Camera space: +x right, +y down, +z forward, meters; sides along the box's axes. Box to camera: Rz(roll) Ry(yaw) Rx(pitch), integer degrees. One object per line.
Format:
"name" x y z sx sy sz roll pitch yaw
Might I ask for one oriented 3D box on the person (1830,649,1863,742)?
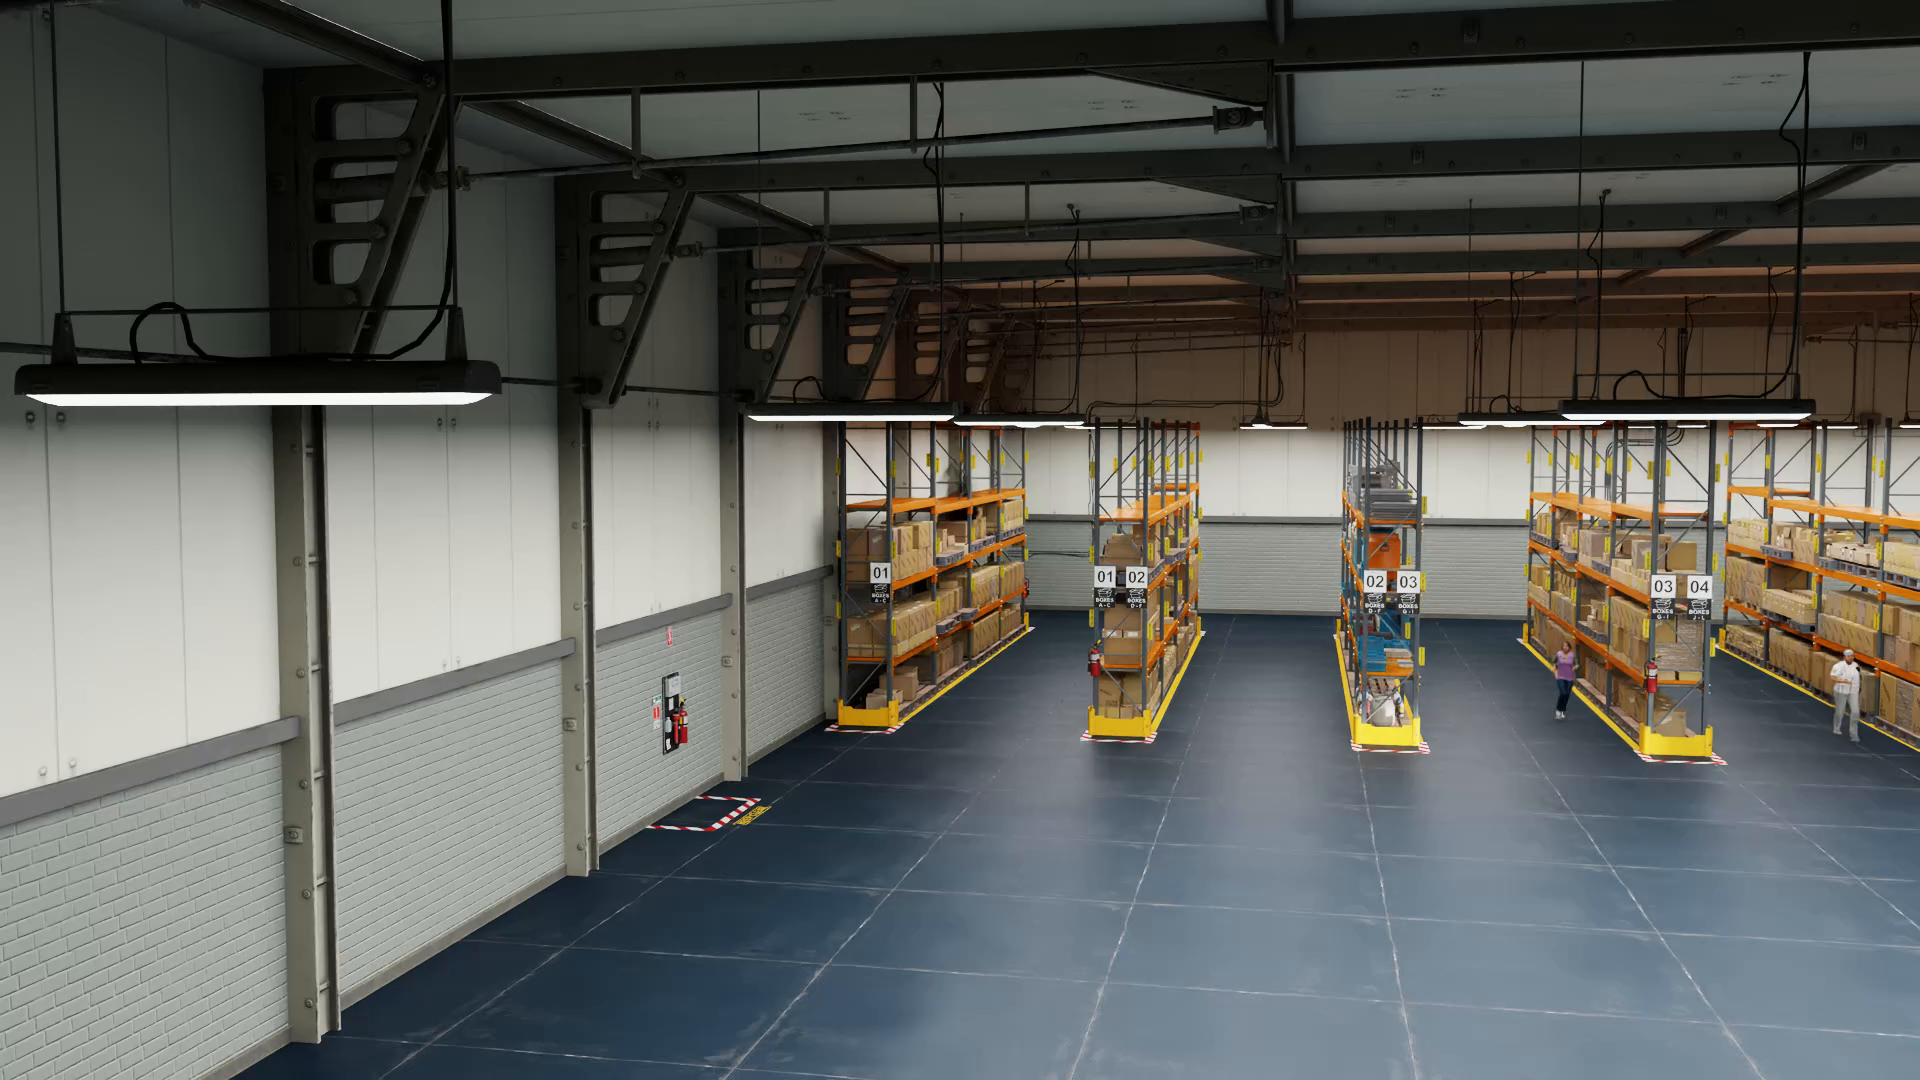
"person" 16.530 2.890 31.050 0.587 1.723 0.762 1 4 10

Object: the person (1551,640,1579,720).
"person" 12.033 2.787 33.049 0.510 1.591 0.646 1 4 10

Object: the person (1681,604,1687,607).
"person" 18.705 2.138 42.936 0.649 1.678 0.908 2 4 23
